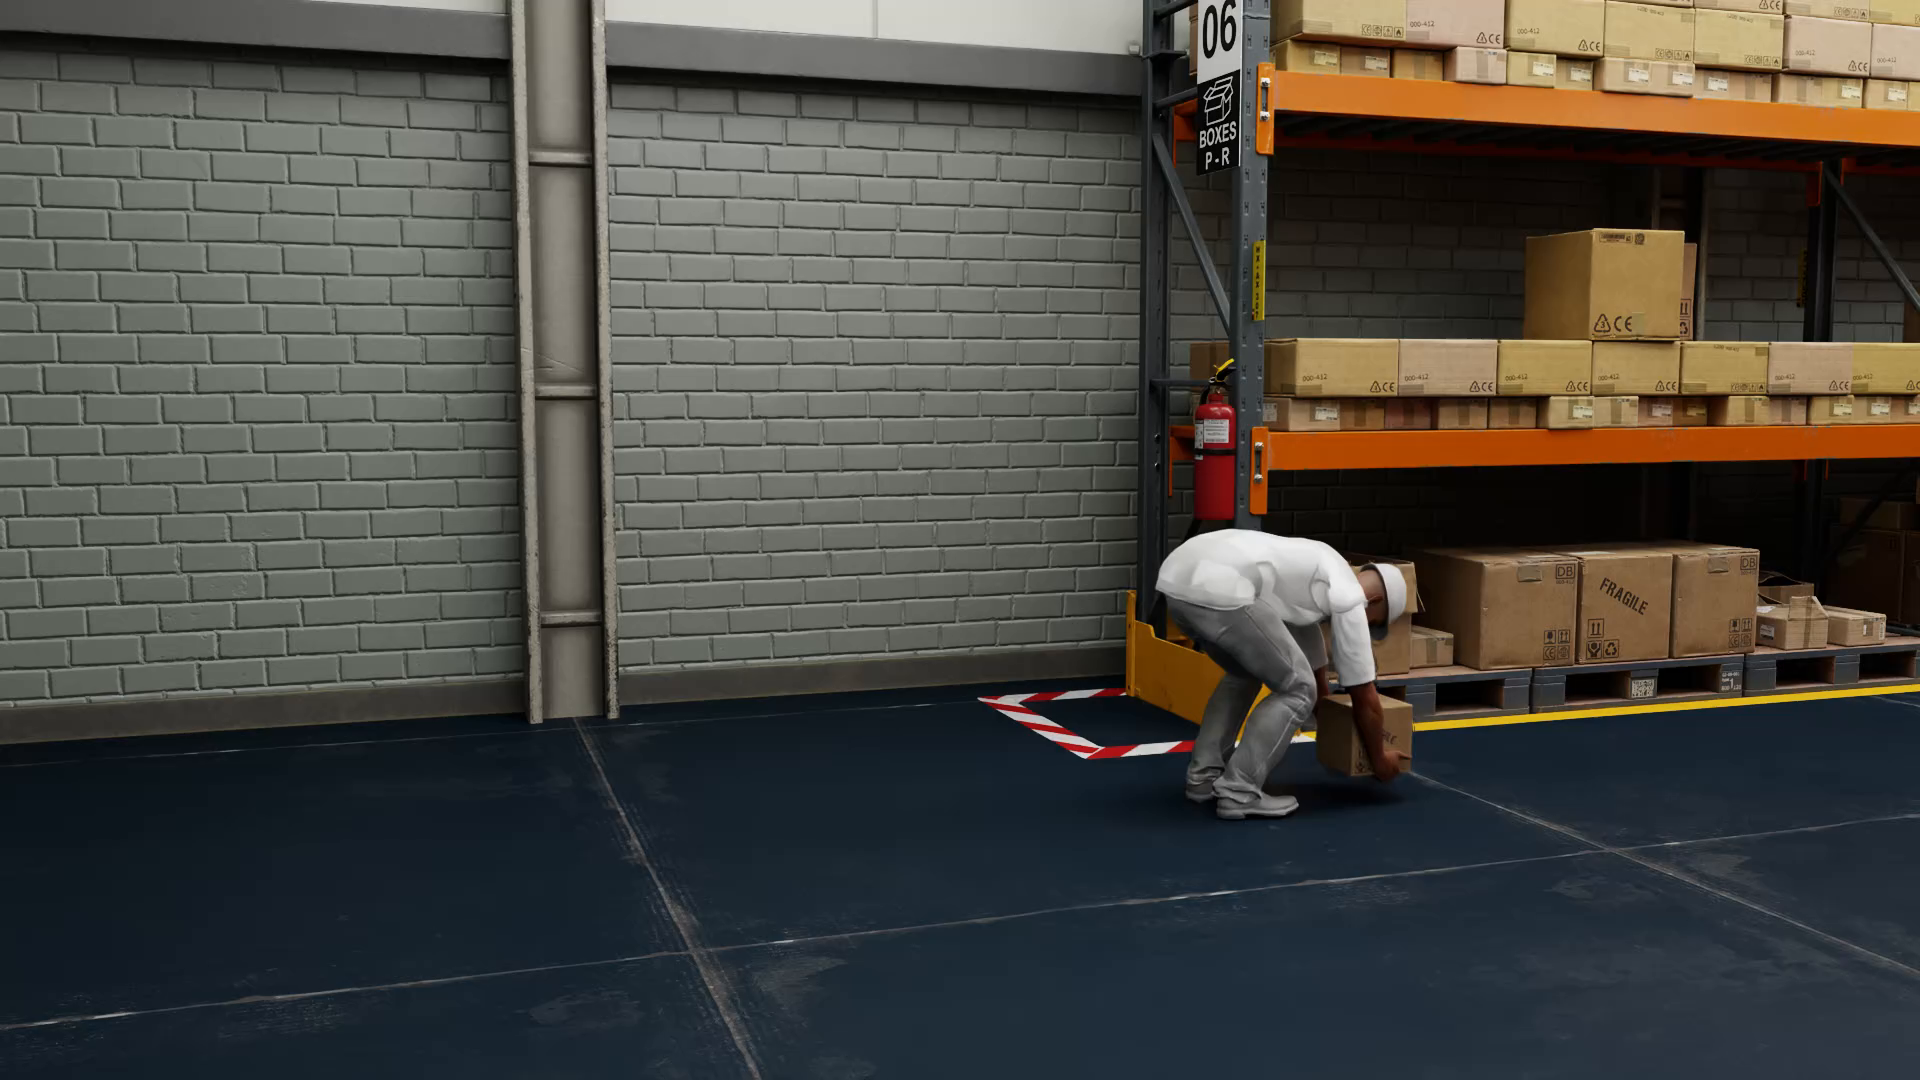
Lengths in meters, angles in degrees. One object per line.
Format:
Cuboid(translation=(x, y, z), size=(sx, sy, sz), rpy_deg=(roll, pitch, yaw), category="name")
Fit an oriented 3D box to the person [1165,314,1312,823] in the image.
Cuboid(translation=(0.982, 0.086, 5.911), size=(0.461, 1.756, 0.621), rpy_deg=(-2, 6, -21), category="person")
